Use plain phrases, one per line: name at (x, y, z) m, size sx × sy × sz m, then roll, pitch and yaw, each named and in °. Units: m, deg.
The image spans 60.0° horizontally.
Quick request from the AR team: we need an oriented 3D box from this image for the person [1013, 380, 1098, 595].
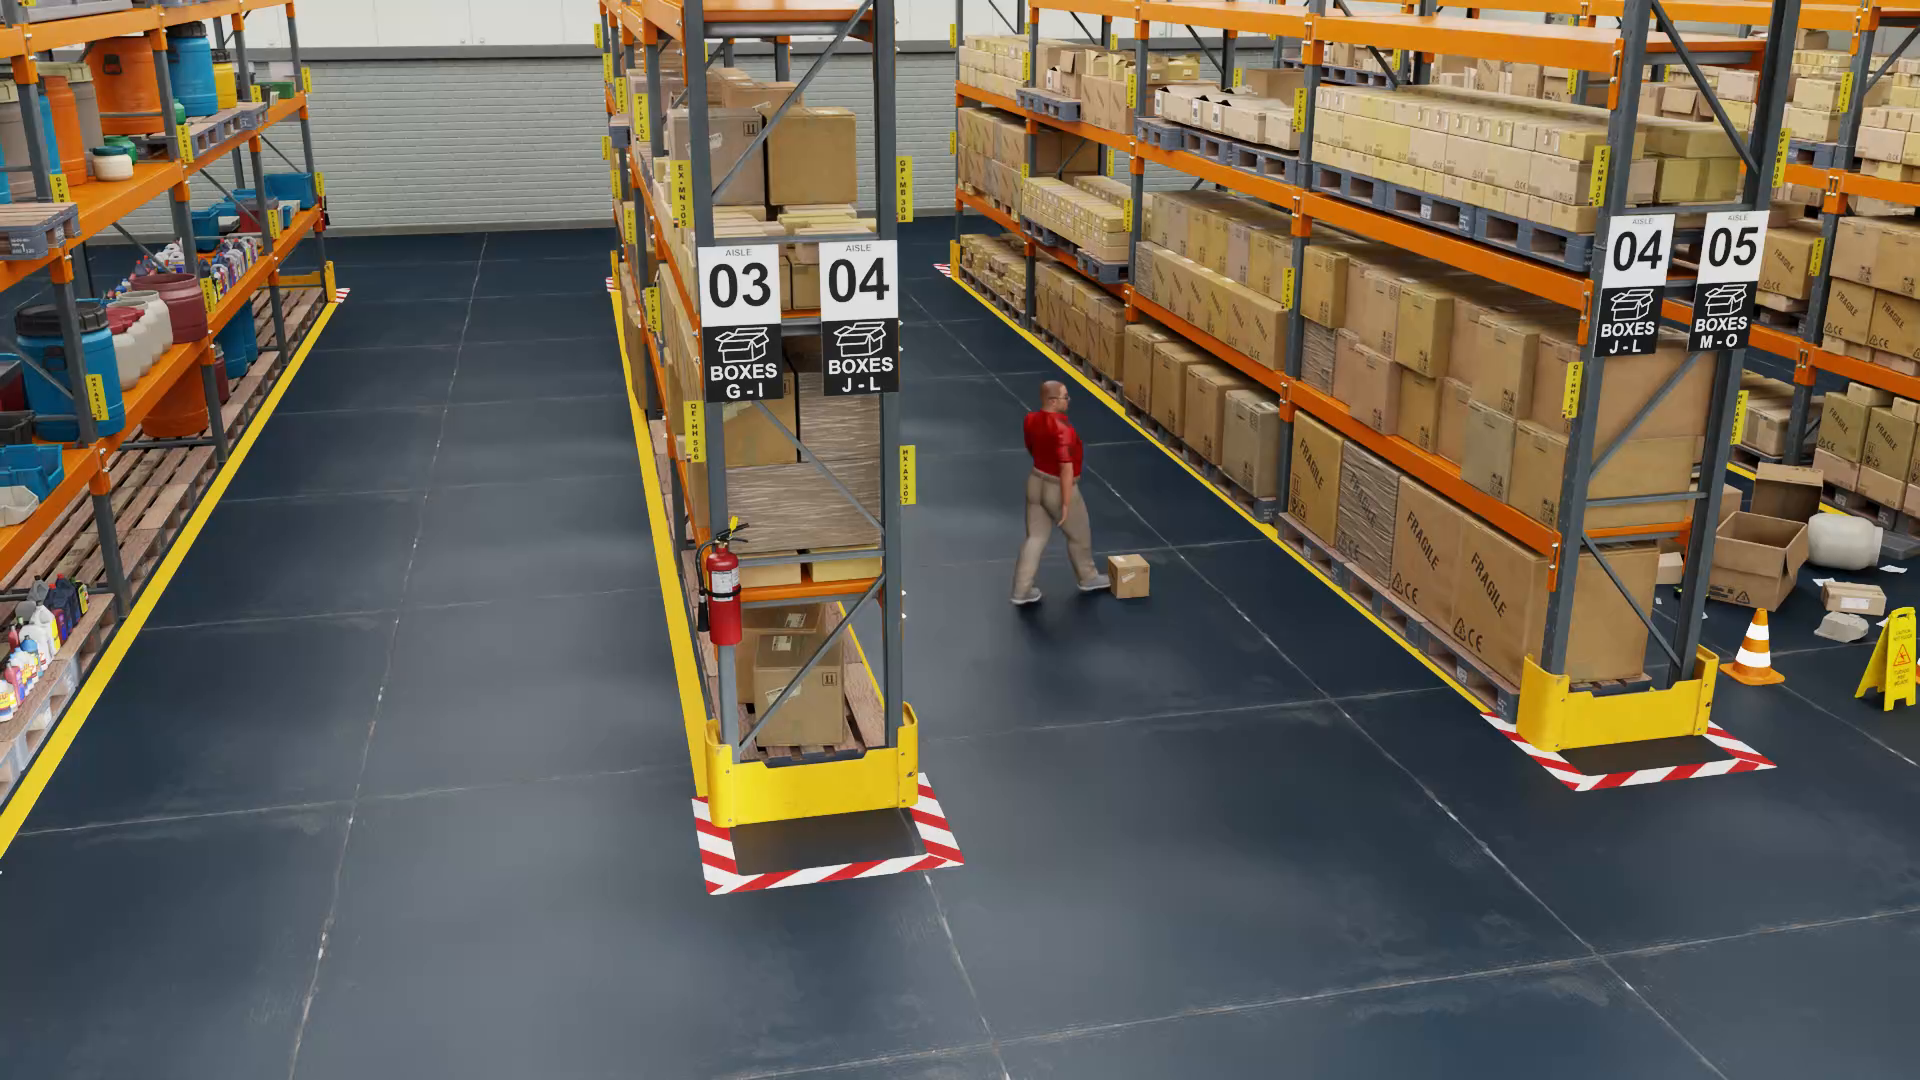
person at (0.694, -0.389, 12.120) m, size 0.748 × 1.623 × 0.586 m, roll -17°, pitch 26°, yaw -40°
